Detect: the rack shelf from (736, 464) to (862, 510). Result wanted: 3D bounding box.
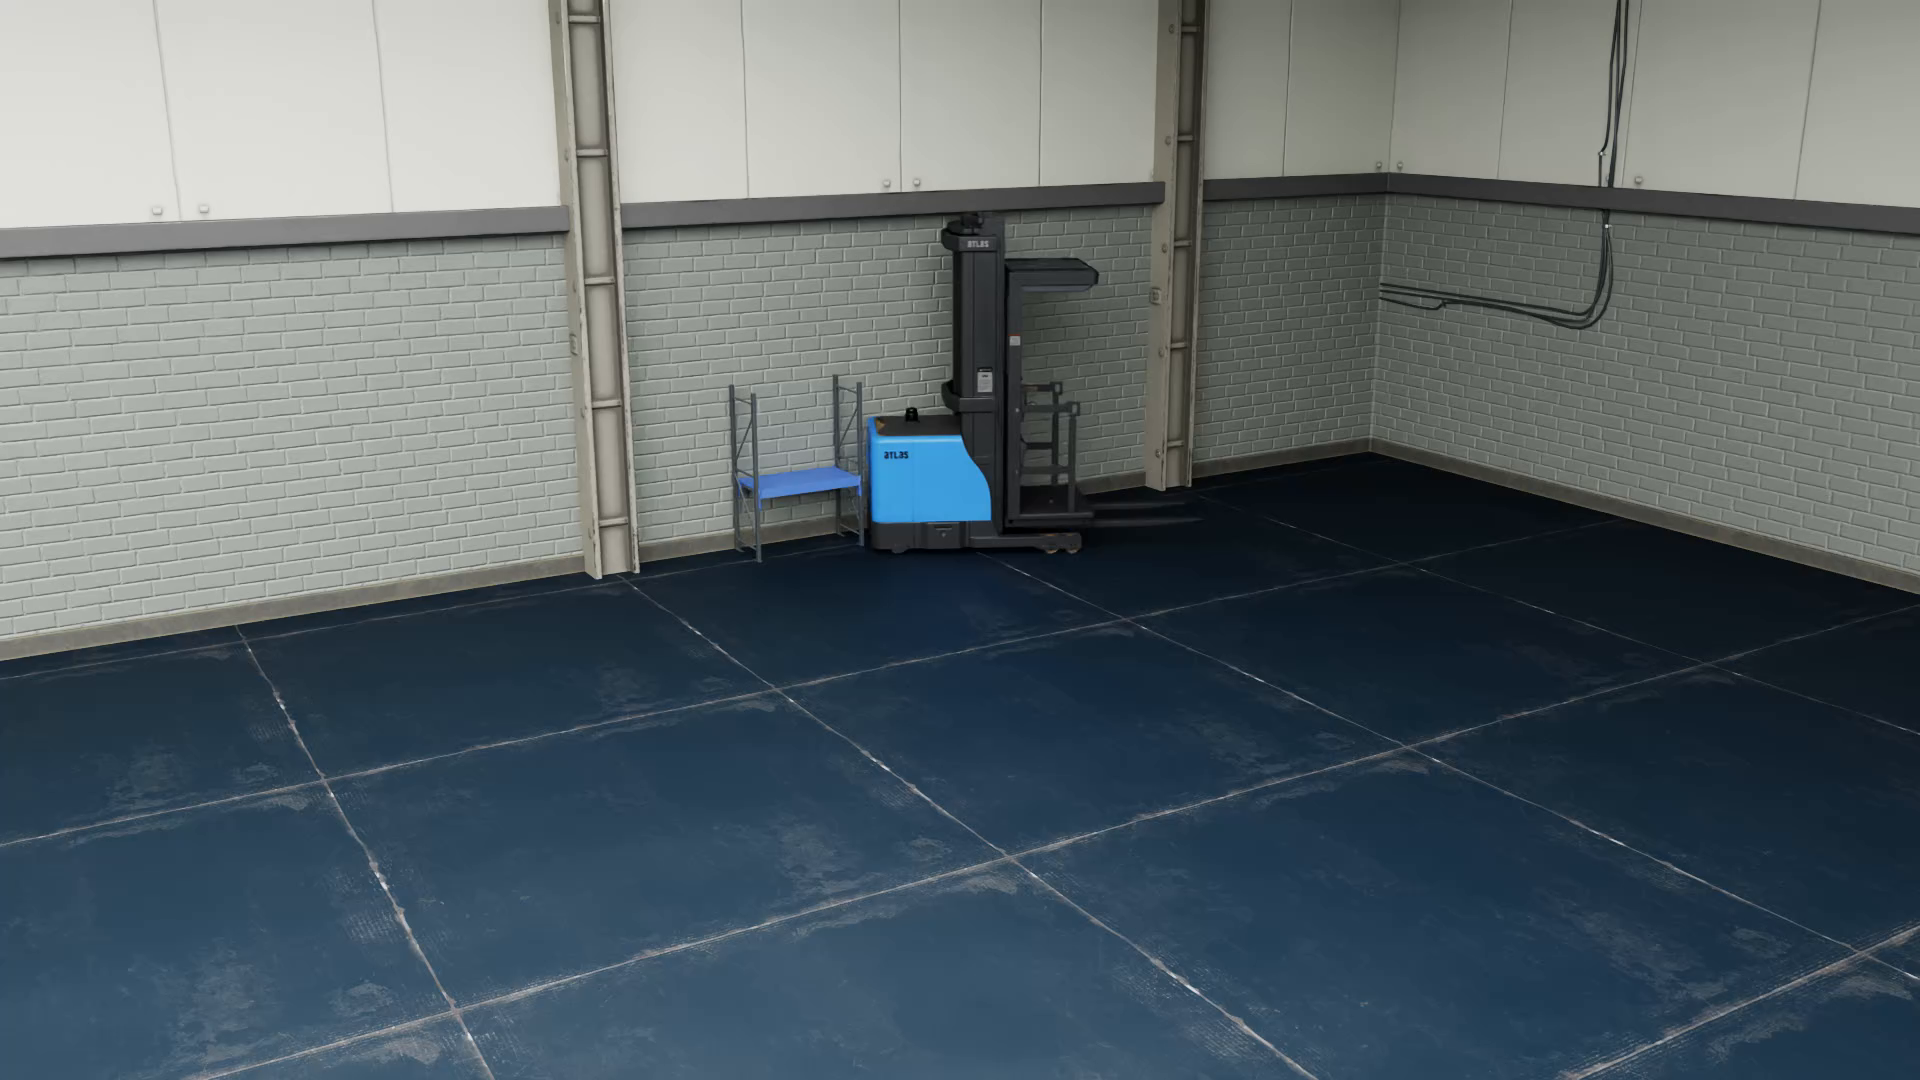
[{"bbox_3d":[-1.443,-0.479,14.847,1.000,0.185,0.538,-9,18,-30],"label":"rack shelf"}]

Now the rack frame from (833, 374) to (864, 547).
[{"bbox_3d":[-1.007,-0.723,15.051,0.032,1.500,0.500,-9,18,-30],"label":"rack frame"}]

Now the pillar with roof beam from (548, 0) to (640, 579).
[{"bbox_3d":[-0.771,-3.068,9.521,0.400,9.000,9.100,-9,18,-30],"label":"pillar with roof beam"}]

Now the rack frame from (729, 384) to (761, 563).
[{"bbox_3d":[-1.878,-0.582,14.546,0.032,1.500,0.500,-9,18,-30],"label":"rack frame"}]

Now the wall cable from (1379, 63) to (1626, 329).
[{"bbox_3d":[5.362,-3.506,16.838,0.112,2.526,3.097,-9,18,-30],"label":"wall cable"}]

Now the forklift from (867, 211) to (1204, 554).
[{"bbox_3d":[0.677,-1.436,14.941,3.031,2.935,1.130,-1,16,-5],"label":"forklift"}]

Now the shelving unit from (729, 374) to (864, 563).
[{"bbox_3d":[-1.443,-0.652,14.798,1.048,1.500,0.538,-9,18,-30],"label":"shelving unit"}]

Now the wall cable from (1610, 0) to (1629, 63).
[{"bbox_3d":[6.755,-5.312,13.924,0.112,2.526,3.097,-9,18,-30],"label":"wall cable"}]

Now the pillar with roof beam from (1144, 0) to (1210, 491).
[{"bbox_3d":[4.373,-3.902,12.496,0.400,9.000,9.100,-9,18,-30],"label":"pillar with roof beam"}]
